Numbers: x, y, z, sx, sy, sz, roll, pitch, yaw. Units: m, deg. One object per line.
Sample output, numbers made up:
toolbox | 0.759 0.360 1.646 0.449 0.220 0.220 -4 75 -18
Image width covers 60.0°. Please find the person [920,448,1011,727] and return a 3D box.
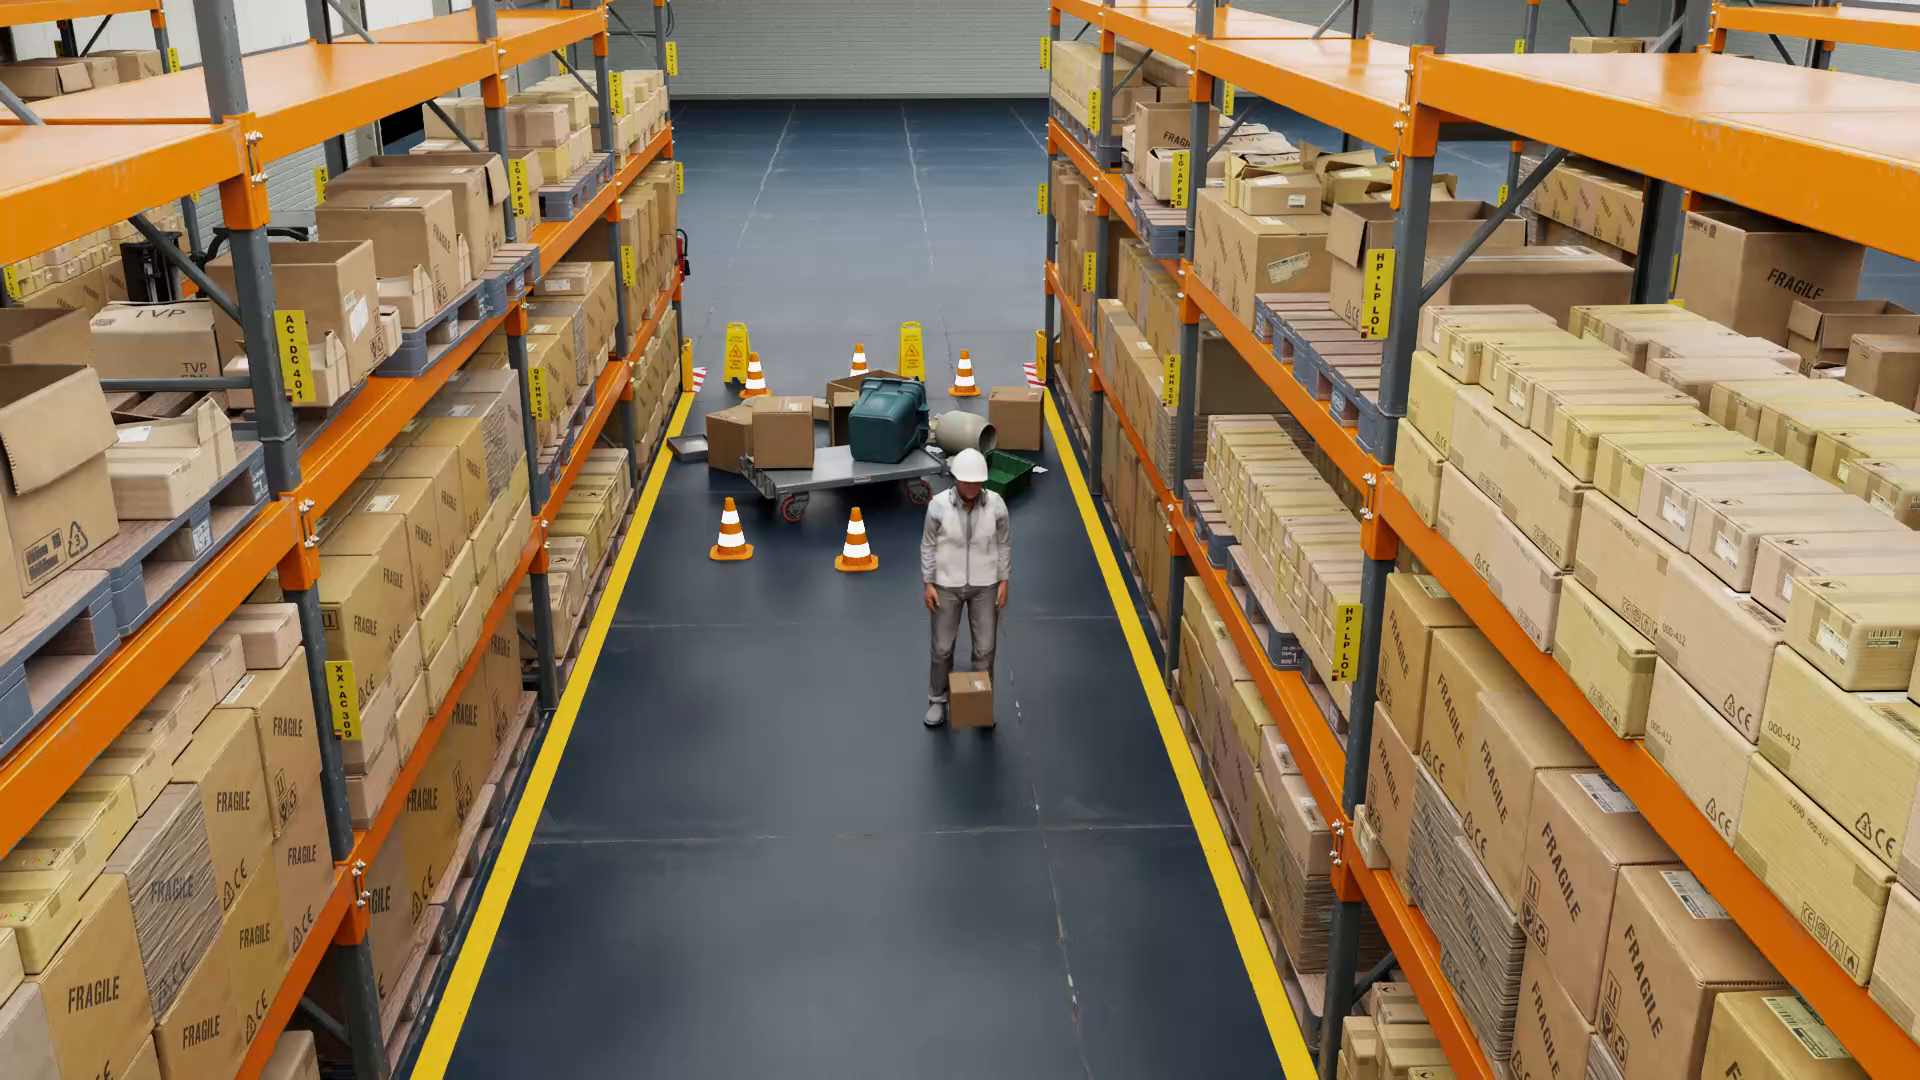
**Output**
person | 0.040 0.278 10.281 0.568 1.773 0.473 -2 20 -5
